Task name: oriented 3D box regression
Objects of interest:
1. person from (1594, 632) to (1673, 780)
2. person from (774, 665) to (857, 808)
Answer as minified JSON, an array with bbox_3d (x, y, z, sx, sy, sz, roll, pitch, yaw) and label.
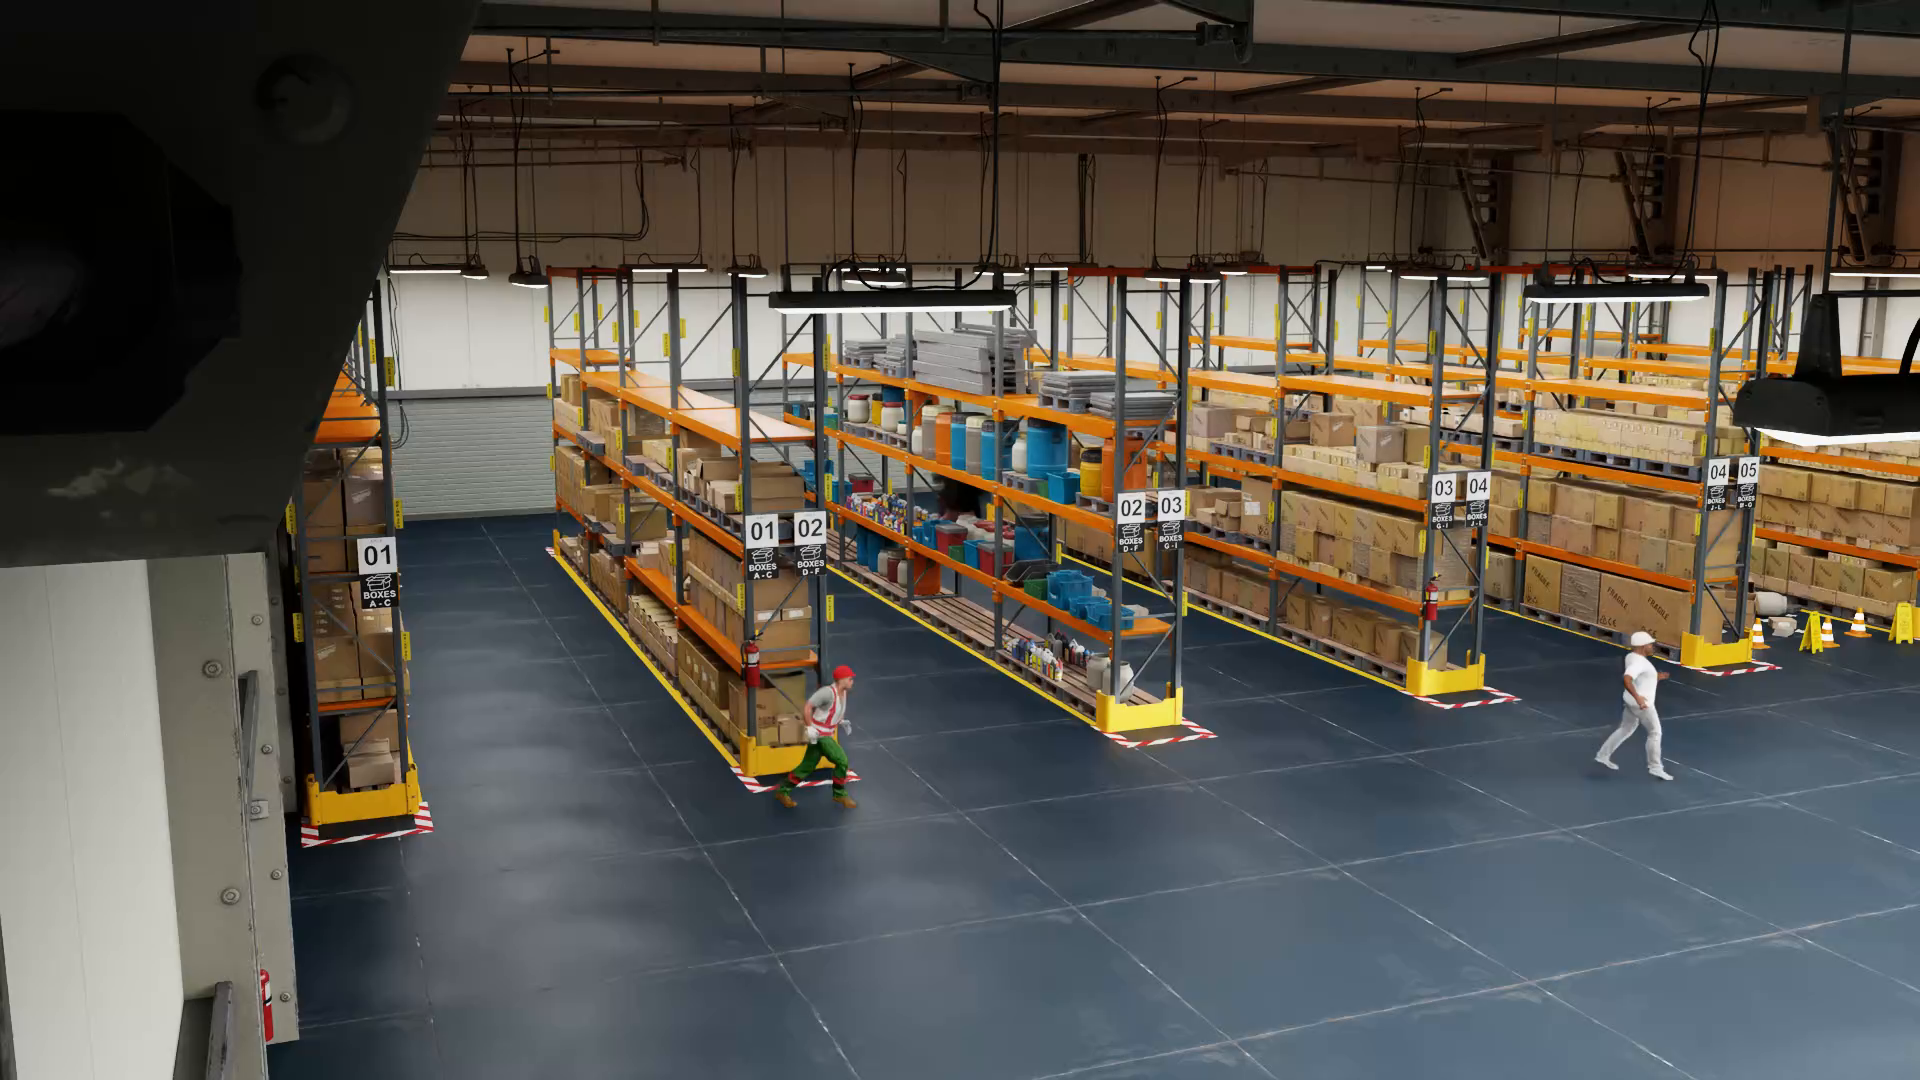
[{"bbox_3d":[8.178,1.990,20.050,0.893,1.798,0.684,1,10,3],"label":"person"},{"bbox_3d":[-1.643,2.230,18.998,0.958,1.652,0.685,3,10,14],"label":"person"}]
